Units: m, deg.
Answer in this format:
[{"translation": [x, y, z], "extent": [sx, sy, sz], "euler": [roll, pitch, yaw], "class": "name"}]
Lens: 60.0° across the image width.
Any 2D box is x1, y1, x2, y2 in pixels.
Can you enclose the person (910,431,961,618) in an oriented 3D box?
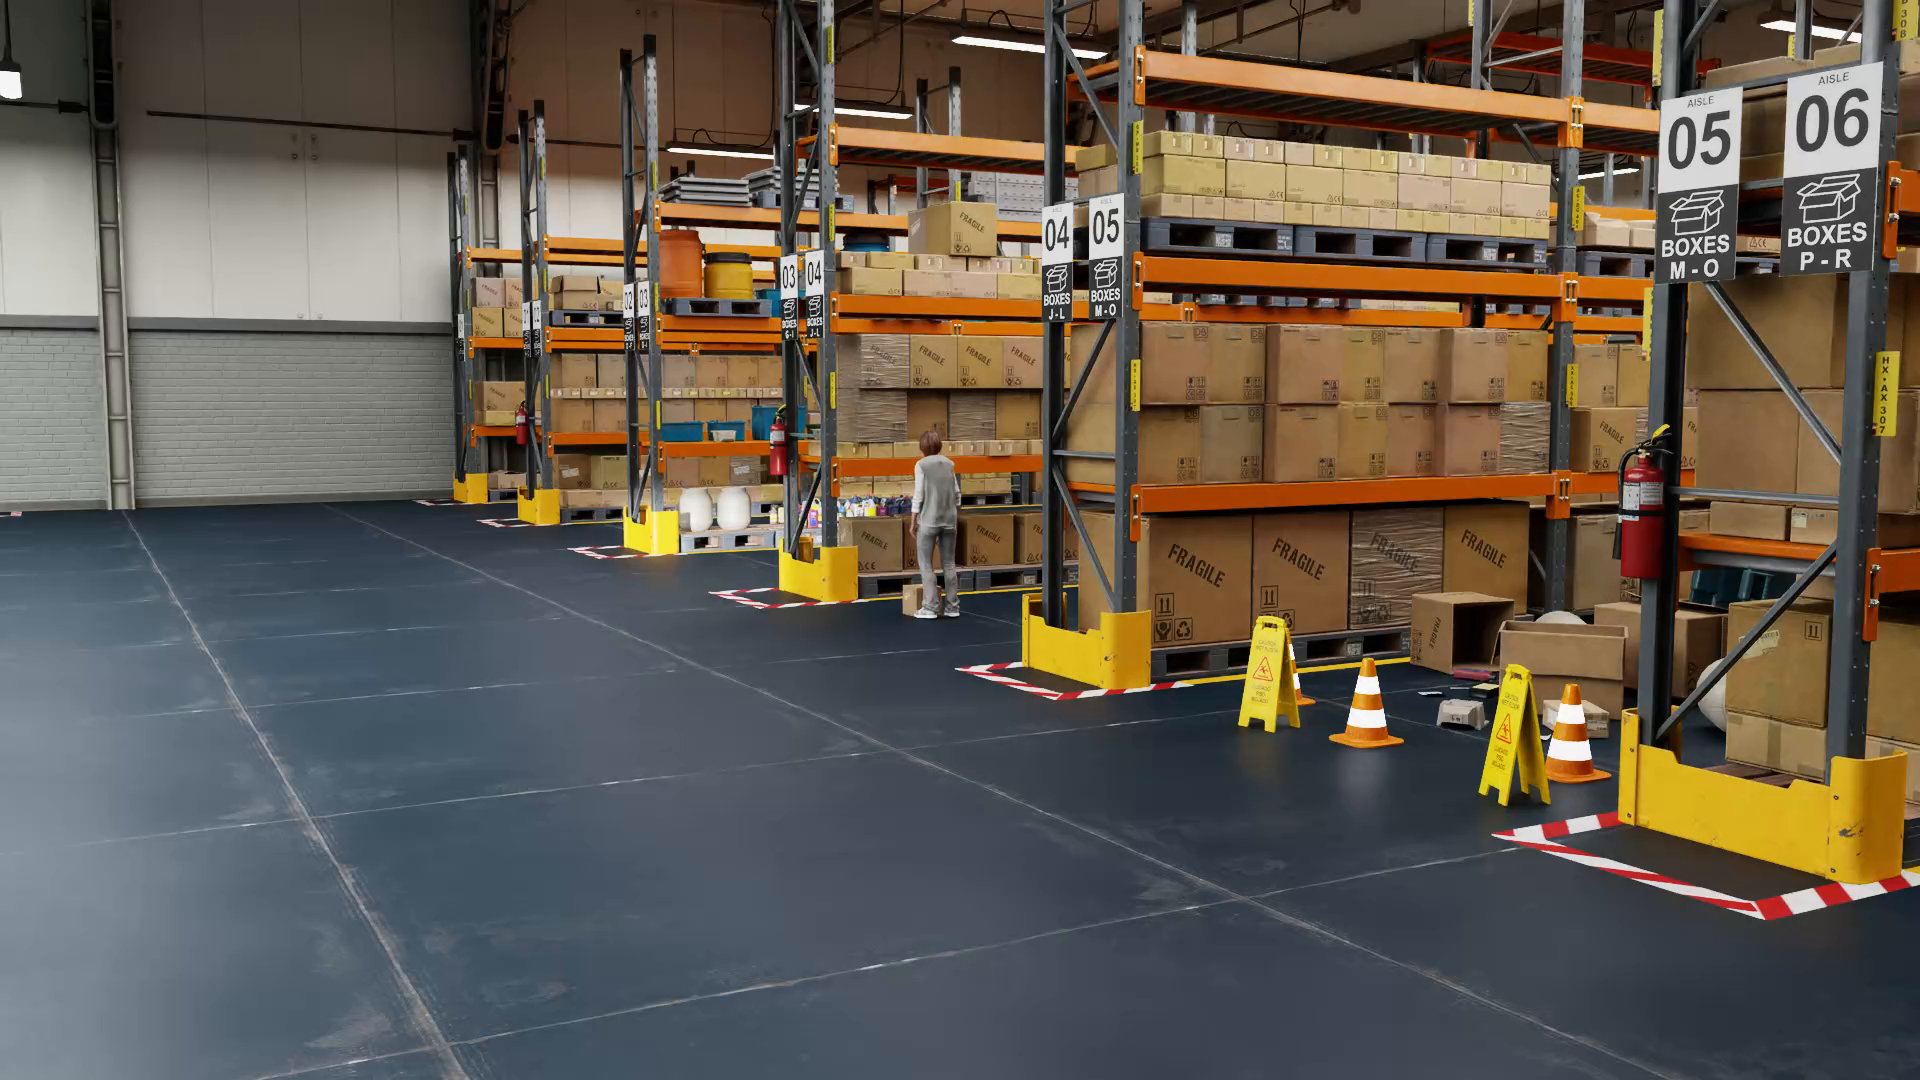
[{"translation": [-0.206, -0.129, 14.126], "extent": [0.472, 1.593, 0.350], "euler": [-3, 6, -30], "class": "person"}]
